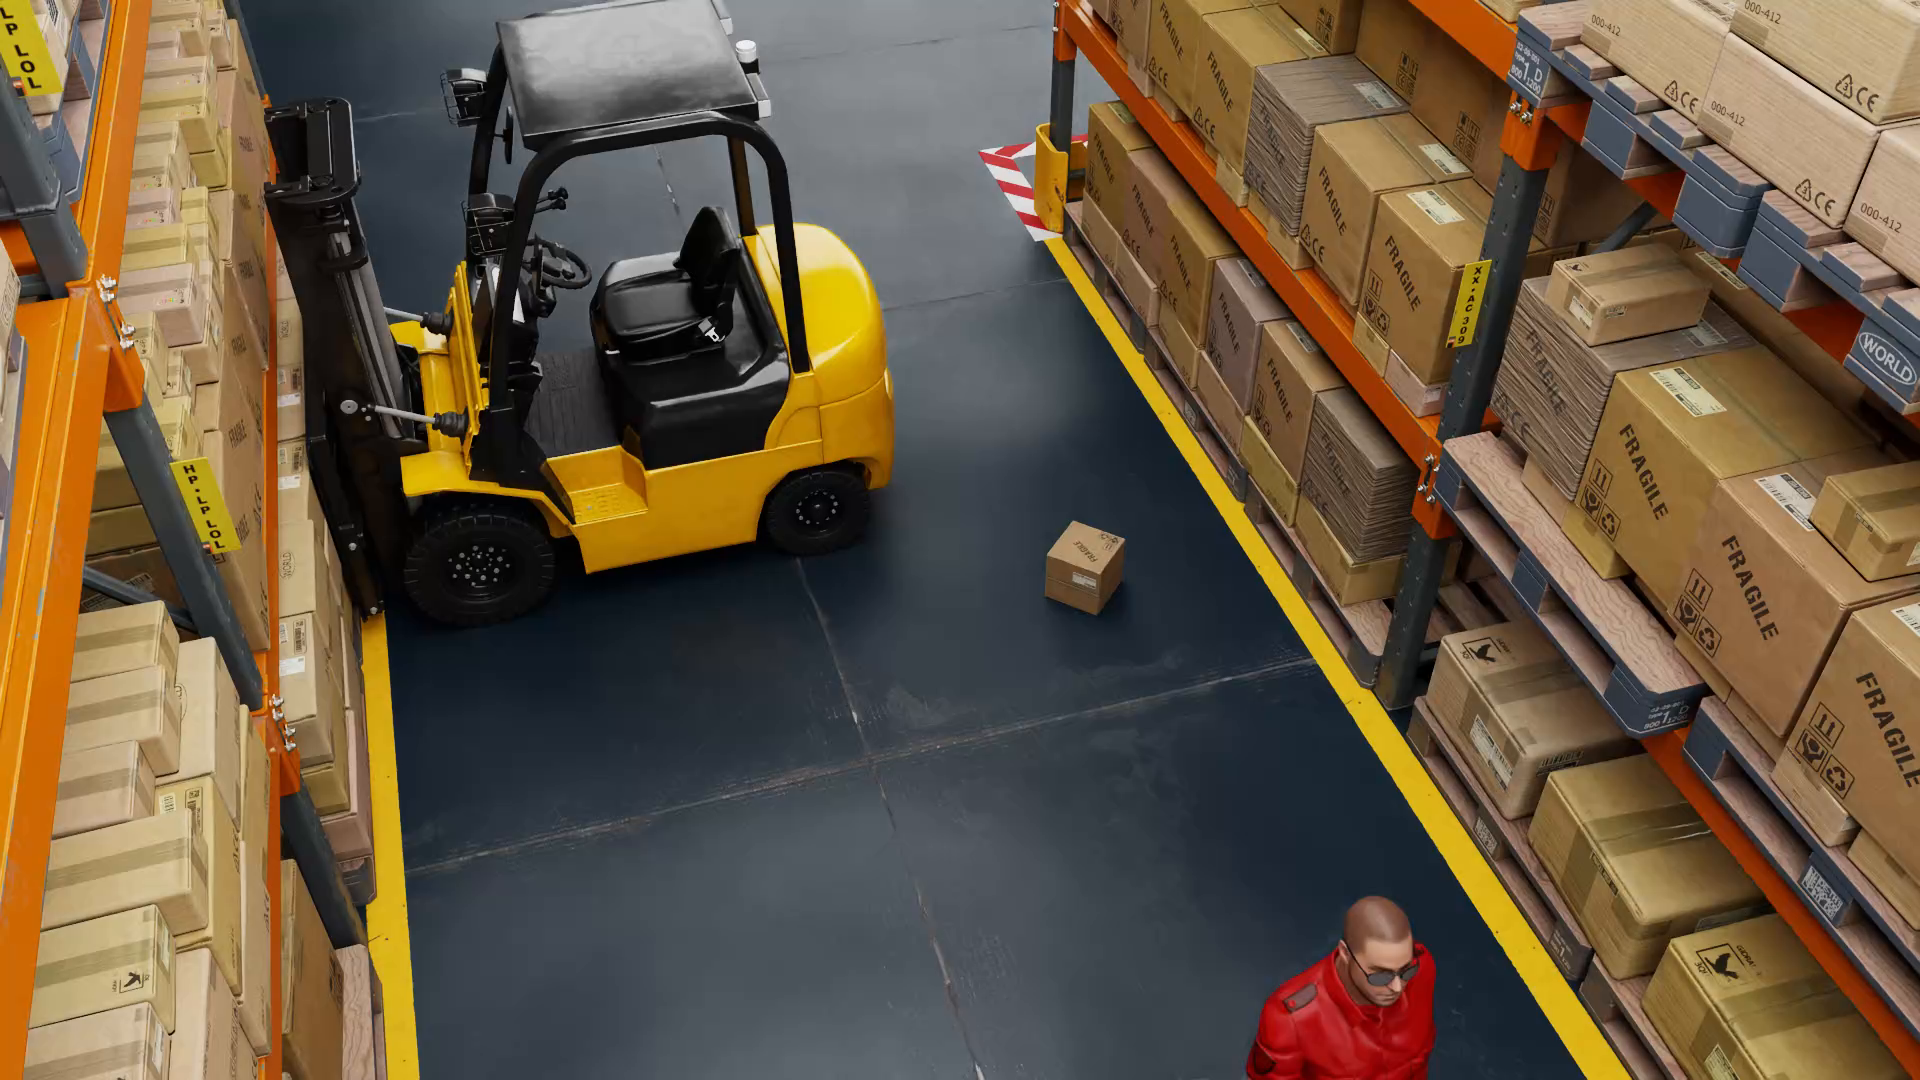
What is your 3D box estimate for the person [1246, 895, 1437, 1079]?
[{"bbox_3d":[0.978,1.534,4.458,0.547,1.683,0.937,-15,44,-16],"label":"person"}]
